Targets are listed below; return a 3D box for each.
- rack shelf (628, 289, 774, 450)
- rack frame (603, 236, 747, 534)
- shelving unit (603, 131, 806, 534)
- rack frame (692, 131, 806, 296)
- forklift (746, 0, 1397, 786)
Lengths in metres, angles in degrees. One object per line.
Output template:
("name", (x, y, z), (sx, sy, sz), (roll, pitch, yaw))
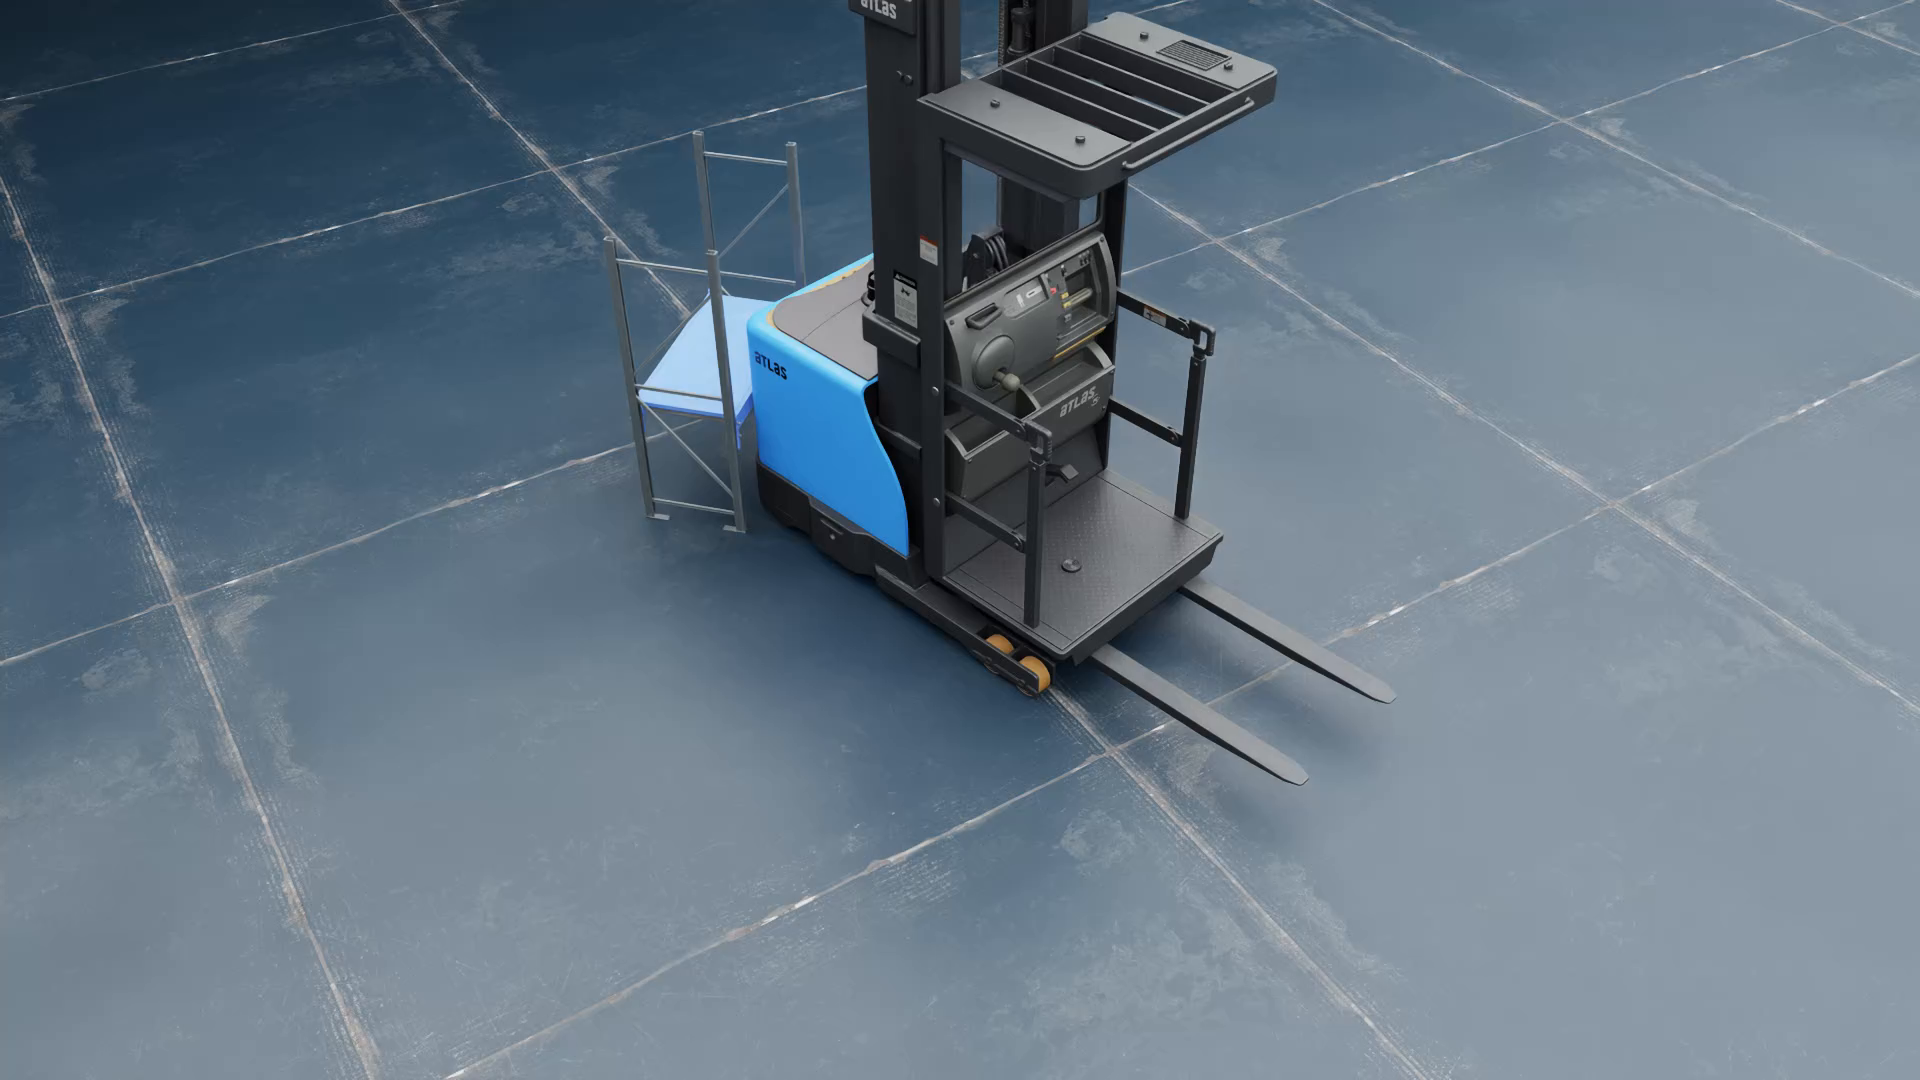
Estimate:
("rack shelf", (-1.126, -0.831, 7.917), (0.538, 0.185, 1.000), (9, 41, 11))
("rack frame", (-1.252, -0.654, 7.423), (0.500, 1.500, 0.032), (9, 41, 11))
("shelving unit", (-1.126, -0.969, 7.802), (0.538, 1.500, 1.048), (9, 41, 11))
("rack frame", (-1.000, -1.284, 8.180), (0.500, 1.500, 0.032), (9, 41, 11))
("forklift", (0.447, -0.847, 6.538), (3.031, 2.935, 1.130), (32, 49, 32))
